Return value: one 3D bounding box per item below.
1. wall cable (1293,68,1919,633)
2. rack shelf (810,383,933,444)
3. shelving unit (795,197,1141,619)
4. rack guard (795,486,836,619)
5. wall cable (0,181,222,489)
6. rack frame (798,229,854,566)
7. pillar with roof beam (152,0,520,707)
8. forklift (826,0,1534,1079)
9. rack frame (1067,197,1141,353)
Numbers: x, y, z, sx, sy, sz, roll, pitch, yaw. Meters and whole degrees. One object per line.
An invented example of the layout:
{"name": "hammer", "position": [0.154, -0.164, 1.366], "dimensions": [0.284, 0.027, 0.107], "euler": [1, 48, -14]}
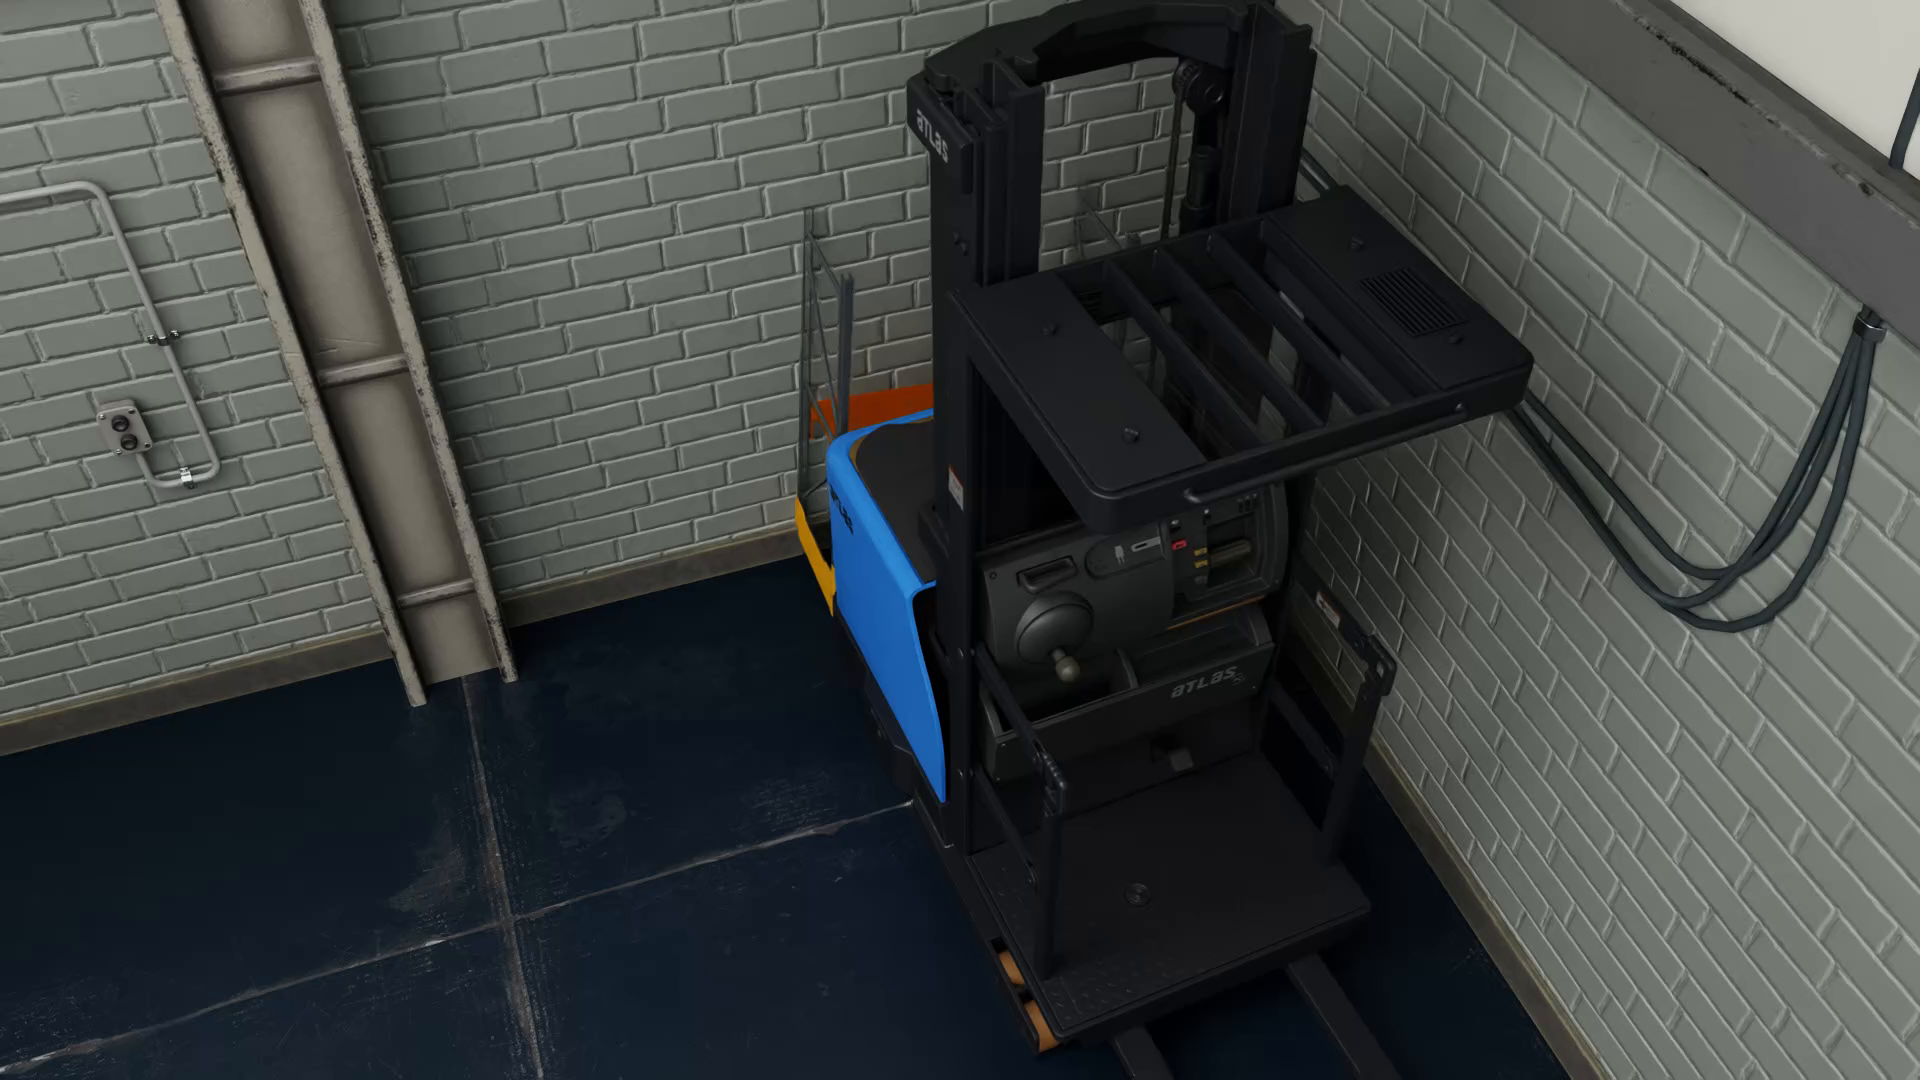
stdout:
{"name": "wall cable", "position": [1.307, -1.510, 4.094], "dimensions": [0.112, 2.526, 3.097], "euler": [-14, 47, -14]}
{"name": "rack shelf", "position": [-0.034, -0.396, 6.251], "dimensions": [1.000, 0.185, 0.538], "euler": [-11, 45, -18]}
{"name": "shelving unit", "position": [-0.012, -0.531, 6.133], "dimensions": [1.083, 1.500, 0.587], "euler": [-11, 45, -18]}
{"name": "rack guard", "position": [-0.524, 0.021, 6.400], "dimensions": [0.087, 0.250, 0.587], "euler": [-11, 45, -18]}
{"name": "wall cable", "position": [-3.251, -0.663, 4.576], "dimensions": [1.851, 1.984, 0.084], "euler": [-14, 47, -14]}
{"name": "rack frame", "position": [-0.495, -0.437, 5.975], "dimensions": [0.032, 1.500, 0.500], "euler": [-11, 45, -18]}
{"name": "pillar with roof beam", "position": [-0.427, 0.158, 0.239], "dimensions": [0.400, 9.000, 9.100], "euler": [-14, 47, -14]}
{"name": "forklift", "position": [0.589, 0.197, 4.485], "dimensions": [1.130, 2.935, 3.031], "euler": [-17, 48, -17]}
{"name": "rack frame", "position": [0.455, -0.621, 6.285], "dimensions": [0.032, 1.500, 0.500], "euler": [-11, 45, -18]}
